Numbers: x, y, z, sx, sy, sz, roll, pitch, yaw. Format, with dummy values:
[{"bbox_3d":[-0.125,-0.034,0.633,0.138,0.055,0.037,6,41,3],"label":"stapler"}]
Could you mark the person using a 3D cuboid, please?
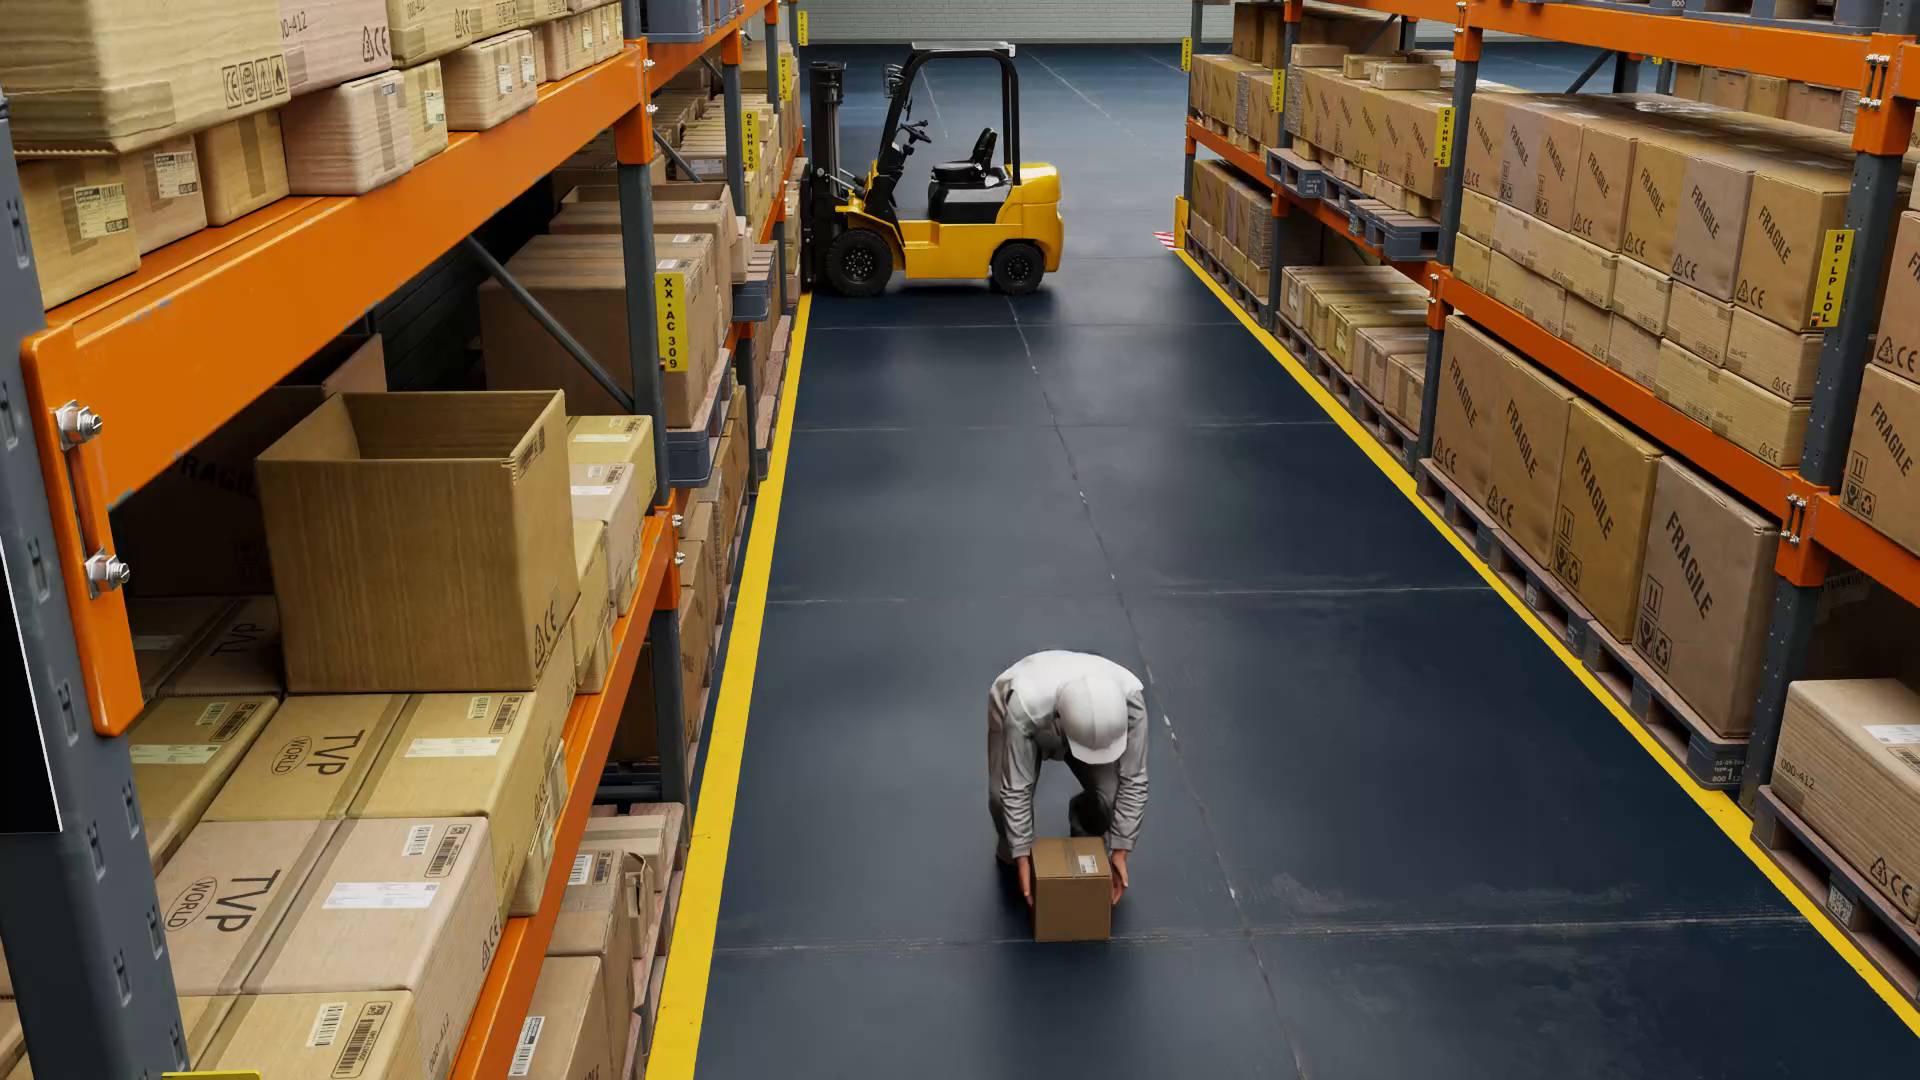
[{"bbox_3d":[0.361,0.747,5.760,0.538,0.916,0.914,-1,20,-3],"label":"person"}]
